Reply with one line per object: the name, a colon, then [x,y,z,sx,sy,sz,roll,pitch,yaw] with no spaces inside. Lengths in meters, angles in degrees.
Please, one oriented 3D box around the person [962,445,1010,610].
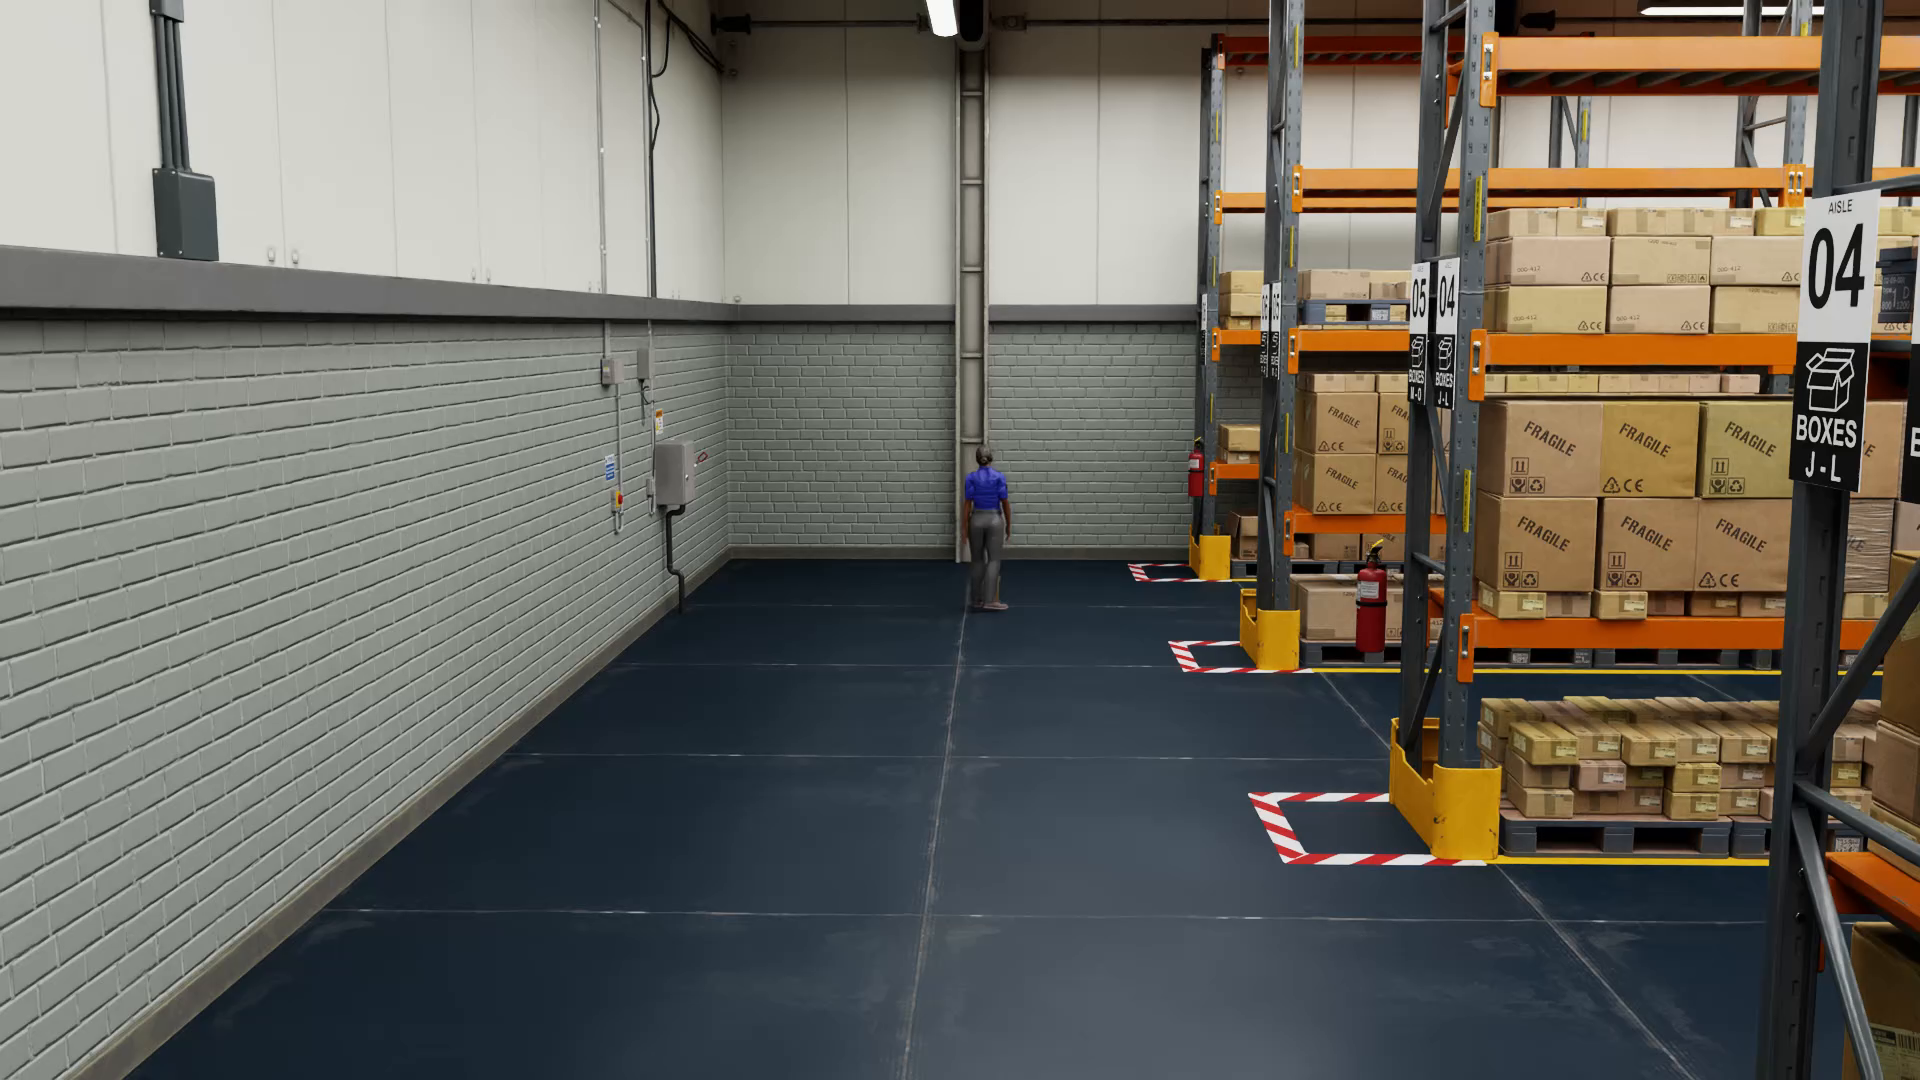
person: [0.270,-0.129,16.731,0.471,1.652,0.507,1,7,11]
